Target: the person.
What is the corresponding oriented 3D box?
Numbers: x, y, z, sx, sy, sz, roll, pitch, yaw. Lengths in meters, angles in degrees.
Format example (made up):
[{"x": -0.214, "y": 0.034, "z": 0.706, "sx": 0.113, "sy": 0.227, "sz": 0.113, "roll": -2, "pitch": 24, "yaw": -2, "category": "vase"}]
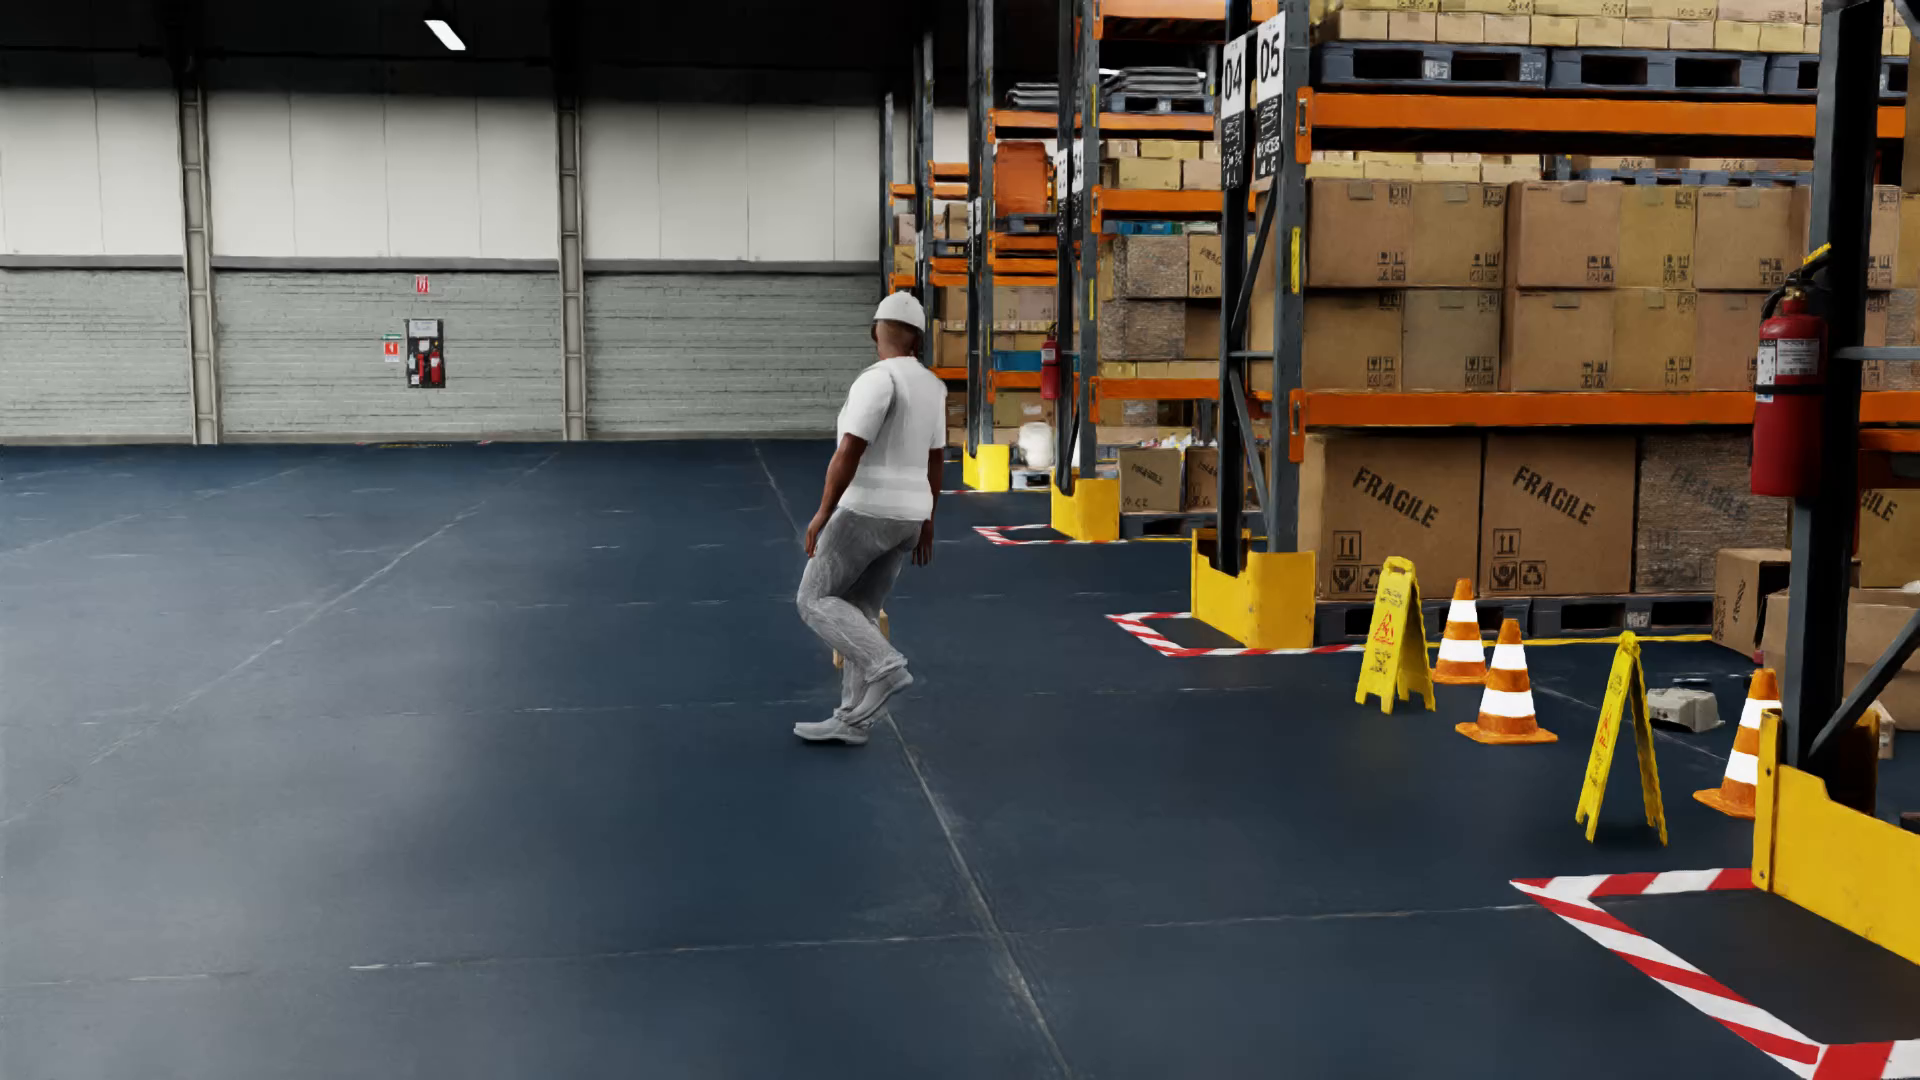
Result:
[{"x": -0.332, "y": -0.088, "z": 6.459, "sx": 0.549, "sy": 1.745, "sz": 0.644, "roll": 3, "pitch": 7, "yaw": 24, "category": "person"}]
